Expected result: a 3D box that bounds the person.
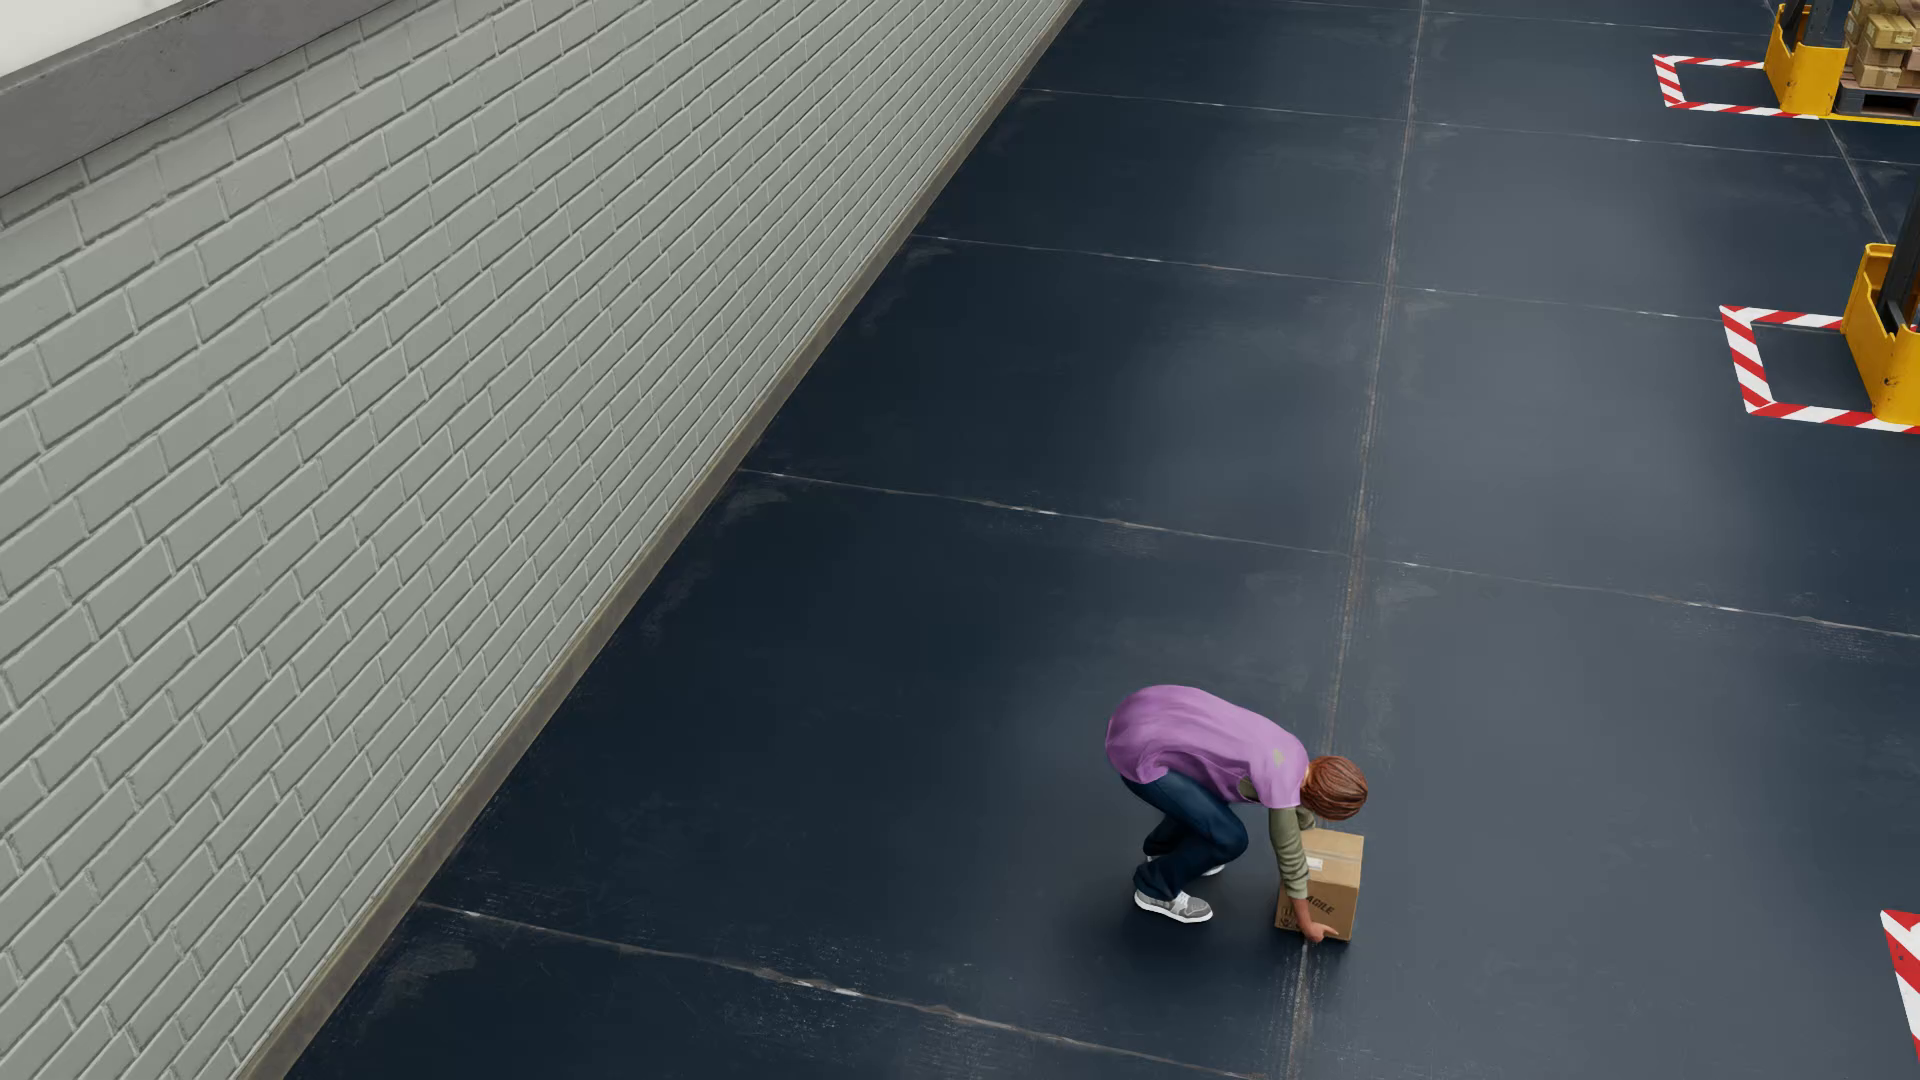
[{"bbox_3d":[0.849,2.657,0.643,2.876,3.195,10.315,7,34,10],"label":"person"}]
